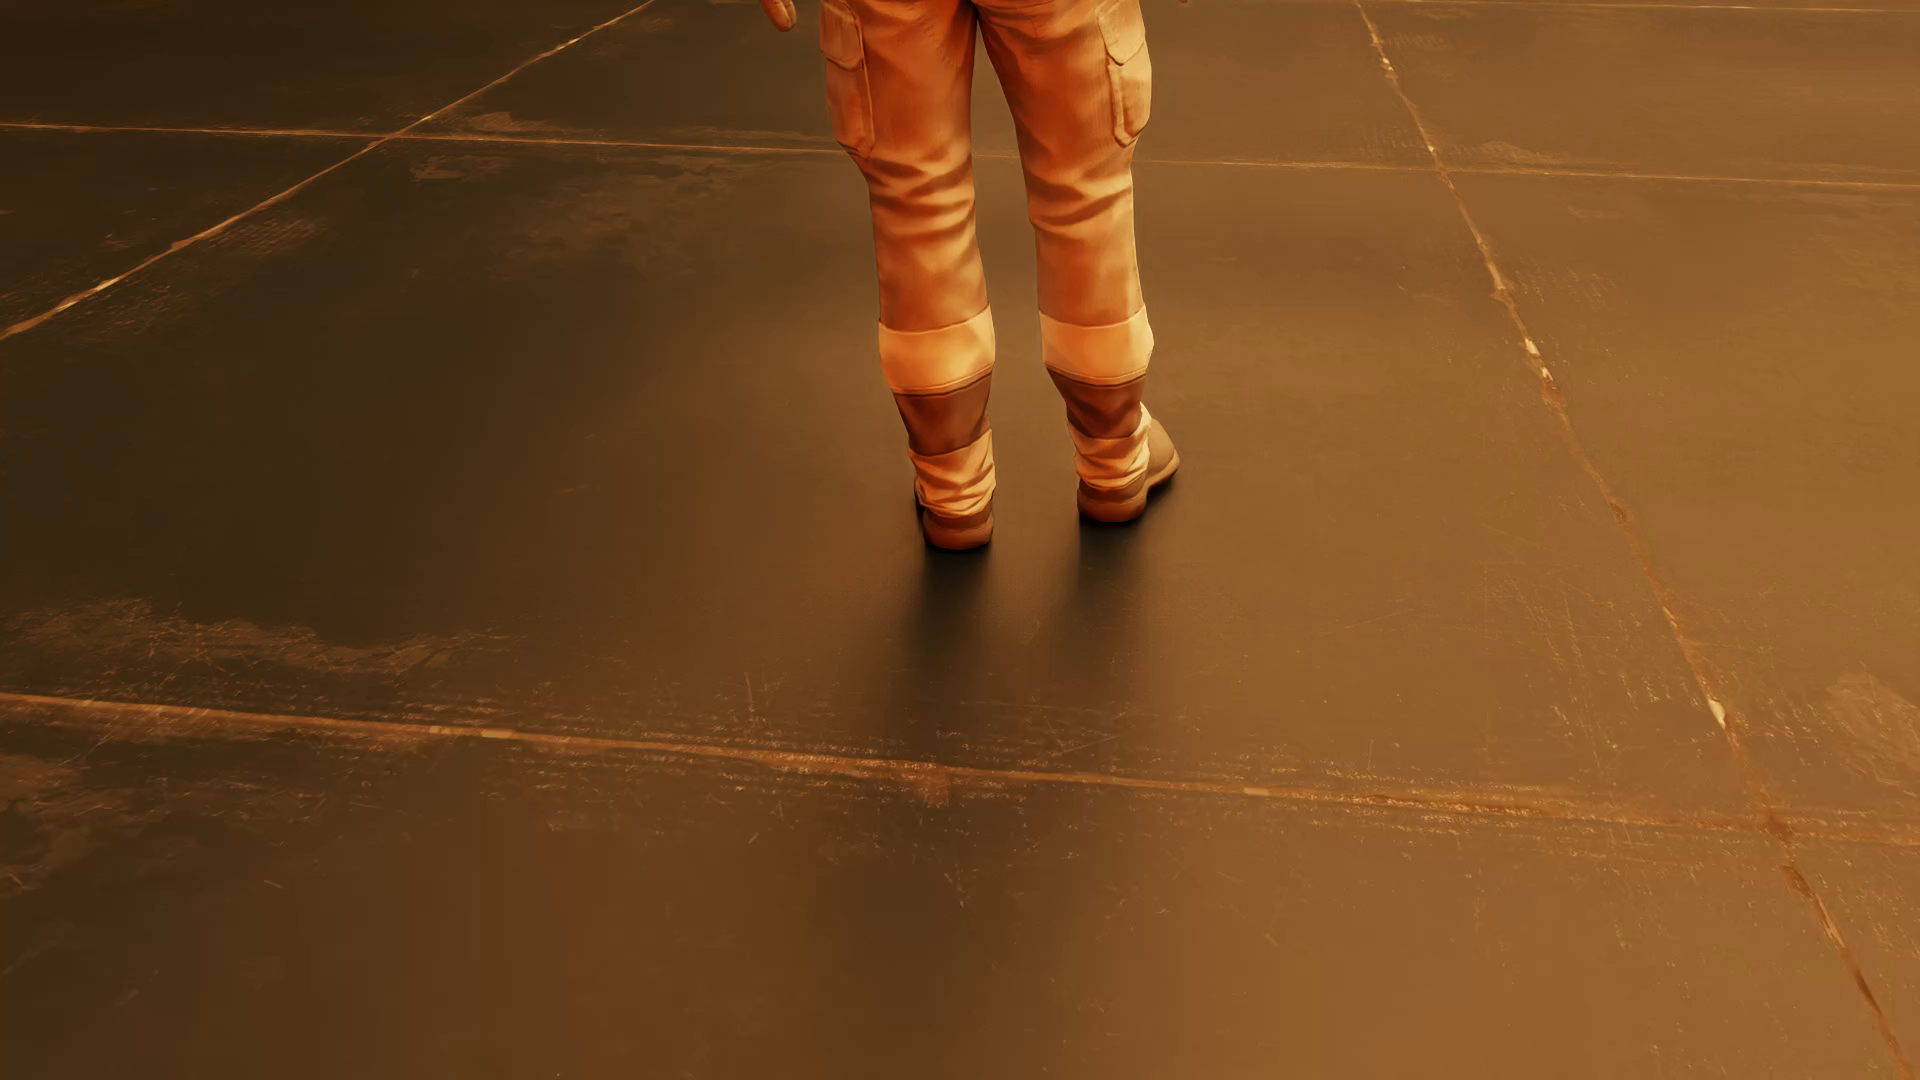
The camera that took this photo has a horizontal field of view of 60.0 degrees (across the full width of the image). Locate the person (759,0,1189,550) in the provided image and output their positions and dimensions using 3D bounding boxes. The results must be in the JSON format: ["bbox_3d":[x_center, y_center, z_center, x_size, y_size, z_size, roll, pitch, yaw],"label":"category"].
[{"bbox_3d":[0.023,-0.842,2.167,0.637,1.787,0.563,3,27,7],"label":"person"}]
